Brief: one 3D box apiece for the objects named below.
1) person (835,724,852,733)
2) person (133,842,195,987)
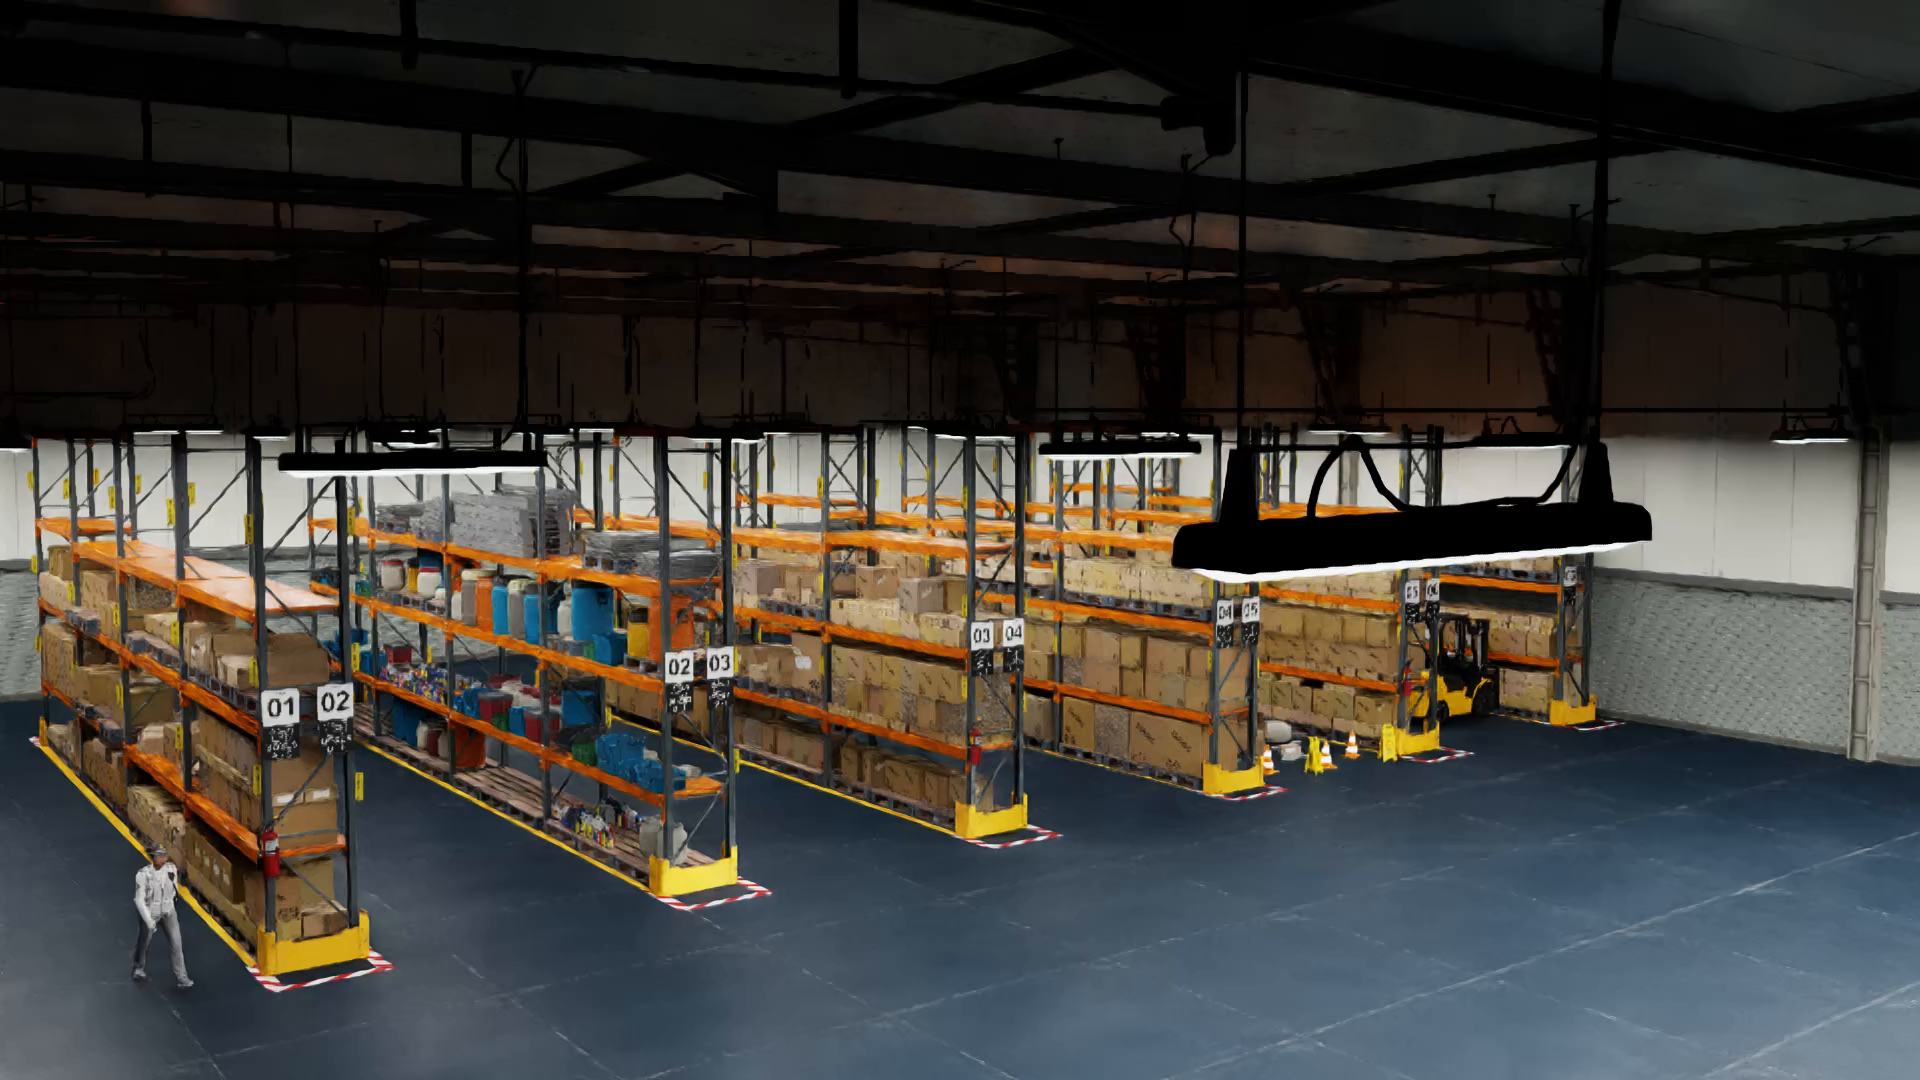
[{"bbox_3d":[-2.151,3.061,31.781,0.625,1.573,0.517,-4,6,-38],"label":"person"},{"bbox_3d":[-8.796,4.082,18.237,1.058,1.586,0.511,4,6,44],"label":"person"}]
